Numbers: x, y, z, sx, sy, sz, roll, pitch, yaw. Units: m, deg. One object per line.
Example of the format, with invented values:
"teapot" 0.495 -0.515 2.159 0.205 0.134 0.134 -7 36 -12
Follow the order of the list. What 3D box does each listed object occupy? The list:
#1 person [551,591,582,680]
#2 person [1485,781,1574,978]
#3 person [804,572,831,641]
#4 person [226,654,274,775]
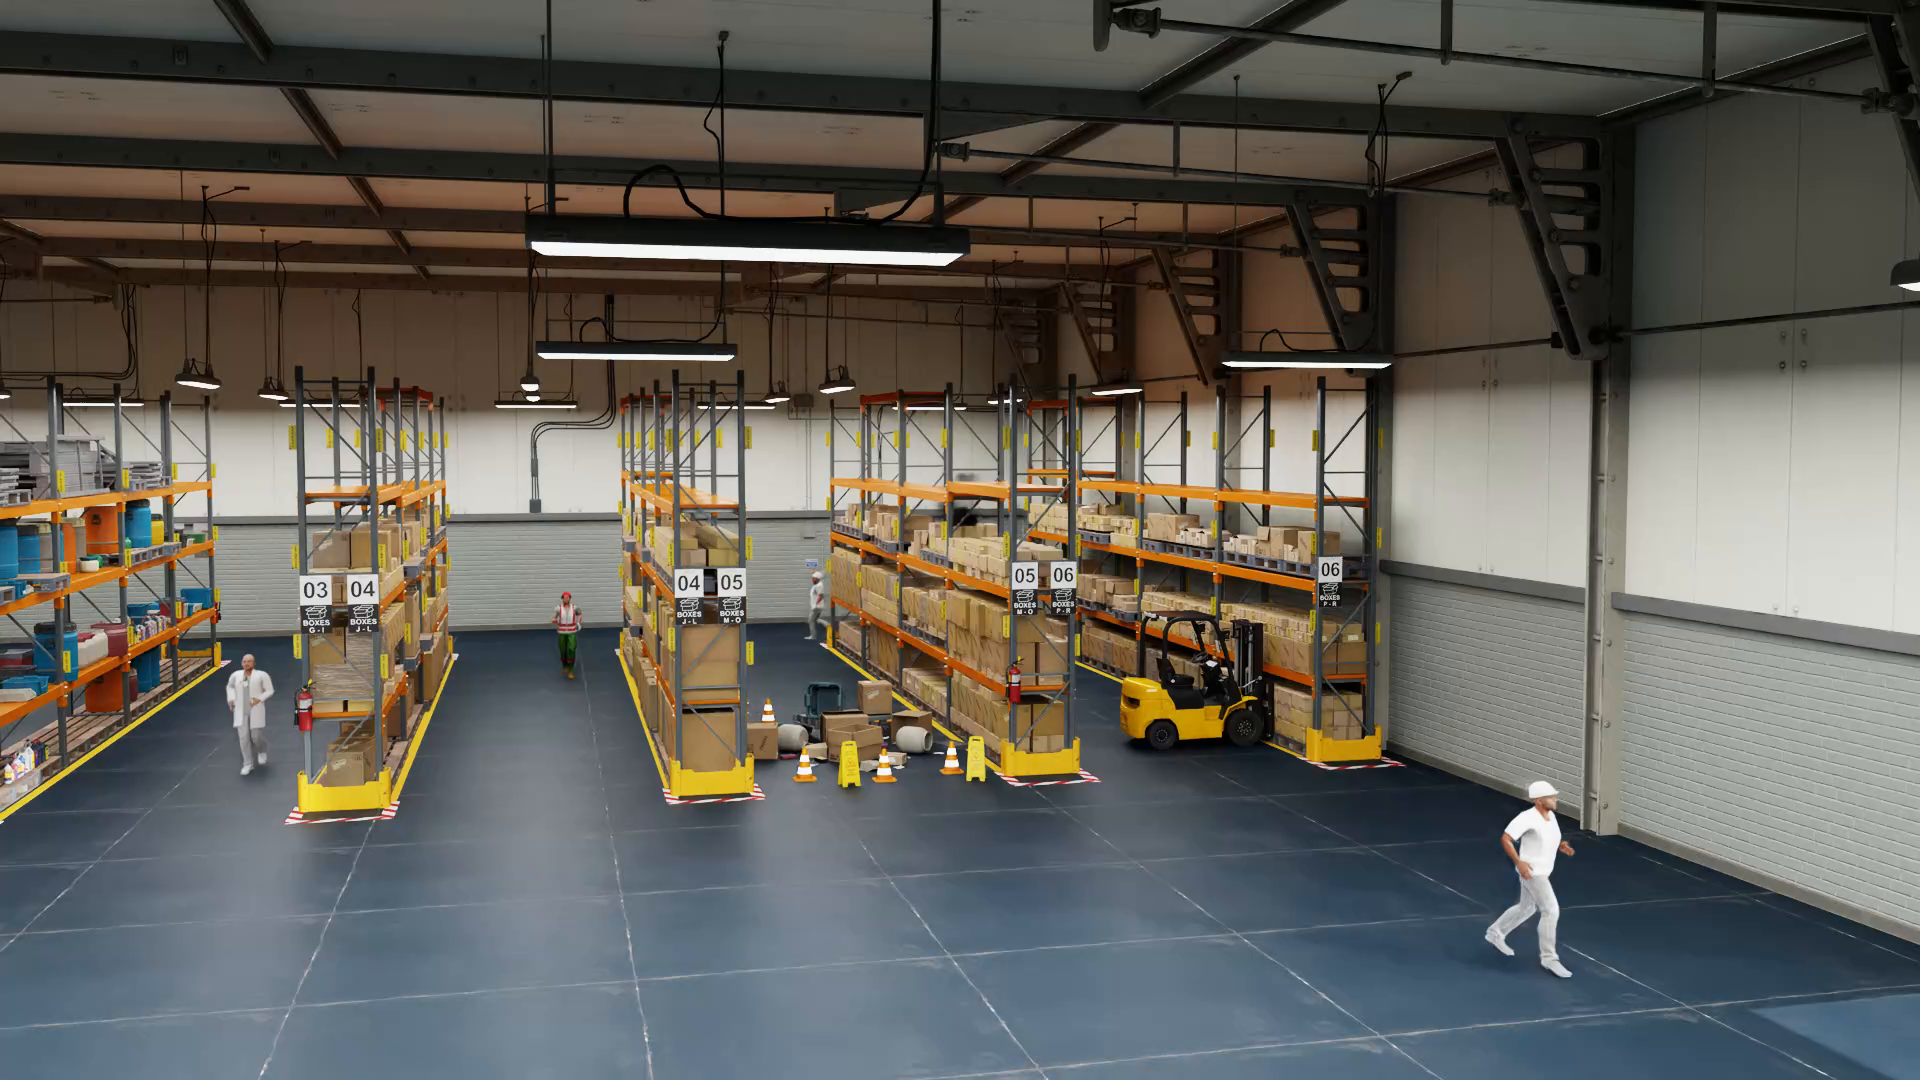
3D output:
"person" -8.299 1.990 35.099 0.639 1.819 0.828 -1 3 -12
"person" 5.426 3.167 15.802 0.854 1.799 0.691 2 4 33
"person" -3.525 1.665 41.569 0.733 1.741 0.739 0 3 -5
"person" -10.777 2.615 25.230 0.716 1.773 0.858 -1 3 -9
